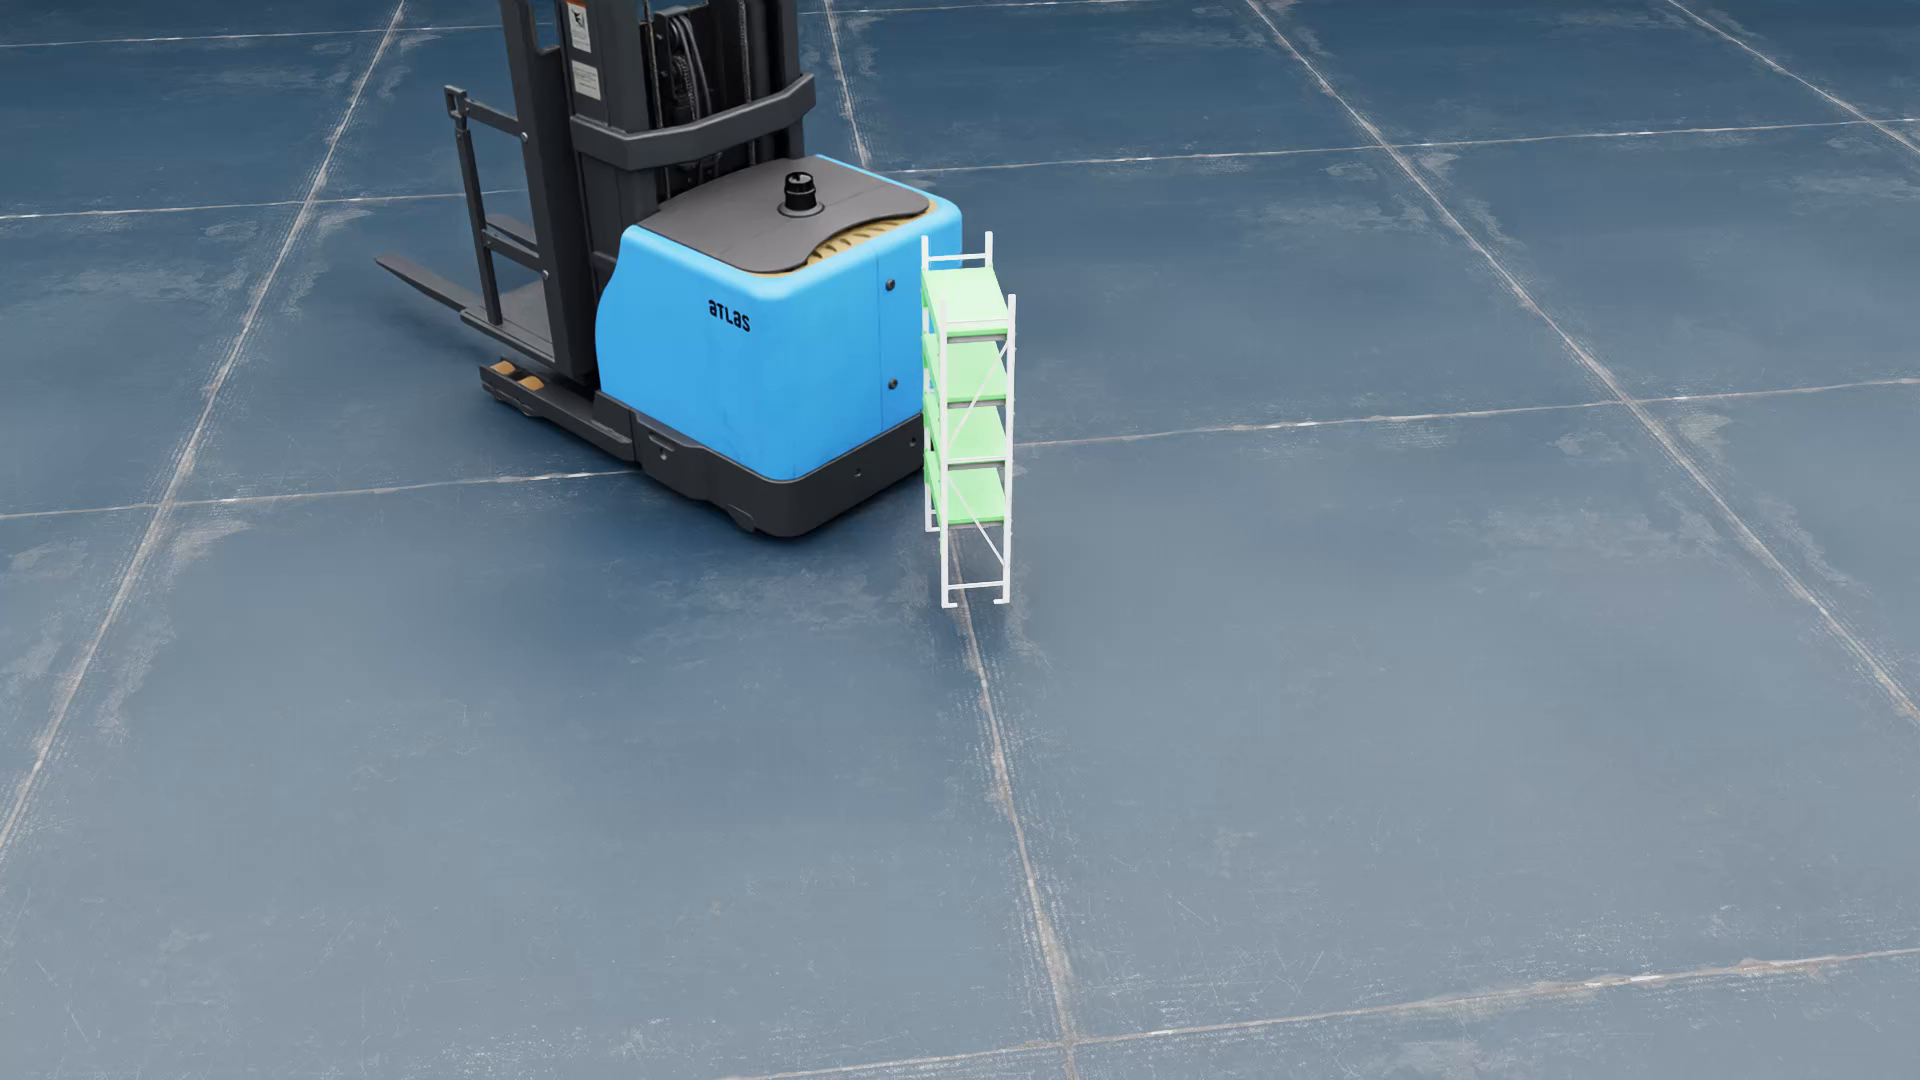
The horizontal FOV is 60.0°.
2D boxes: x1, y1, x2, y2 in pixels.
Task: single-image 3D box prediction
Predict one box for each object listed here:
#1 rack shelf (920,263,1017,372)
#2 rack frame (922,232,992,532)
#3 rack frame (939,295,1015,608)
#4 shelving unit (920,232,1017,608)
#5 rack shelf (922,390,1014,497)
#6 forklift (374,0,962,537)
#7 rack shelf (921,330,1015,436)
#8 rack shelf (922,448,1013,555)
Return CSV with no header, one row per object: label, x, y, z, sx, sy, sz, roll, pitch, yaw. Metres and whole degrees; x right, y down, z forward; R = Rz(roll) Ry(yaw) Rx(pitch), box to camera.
rack shelf,0.022,-0.747,5.542,0.258,0.148,0.480,-4,35,-6
rack frame,-0.011,-0.540,5.976,0.240,1.200,0.015,-4,35,-6
rack frame,0.055,-0.267,5.577,0.240,1.200,0.015,-4,35,-6
shelving unit,0.022,-0.403,5.777,0.258,1.200,0.503,-4,35,-6
rack shelf,0.022,-0.351,5.813,0.258,0.148,0.480,-4,35,-6
forklift,-1.409,-1.927,6.475,3.031,2.935,1.130,27,43,34
rack shelf,0.022,-0.549,5.677,0.258,0.148,0.480,-4,35,-6
rack shelf,0.022,-0.152,5.948,0.258,0.148,0.480,-4,35,-6
